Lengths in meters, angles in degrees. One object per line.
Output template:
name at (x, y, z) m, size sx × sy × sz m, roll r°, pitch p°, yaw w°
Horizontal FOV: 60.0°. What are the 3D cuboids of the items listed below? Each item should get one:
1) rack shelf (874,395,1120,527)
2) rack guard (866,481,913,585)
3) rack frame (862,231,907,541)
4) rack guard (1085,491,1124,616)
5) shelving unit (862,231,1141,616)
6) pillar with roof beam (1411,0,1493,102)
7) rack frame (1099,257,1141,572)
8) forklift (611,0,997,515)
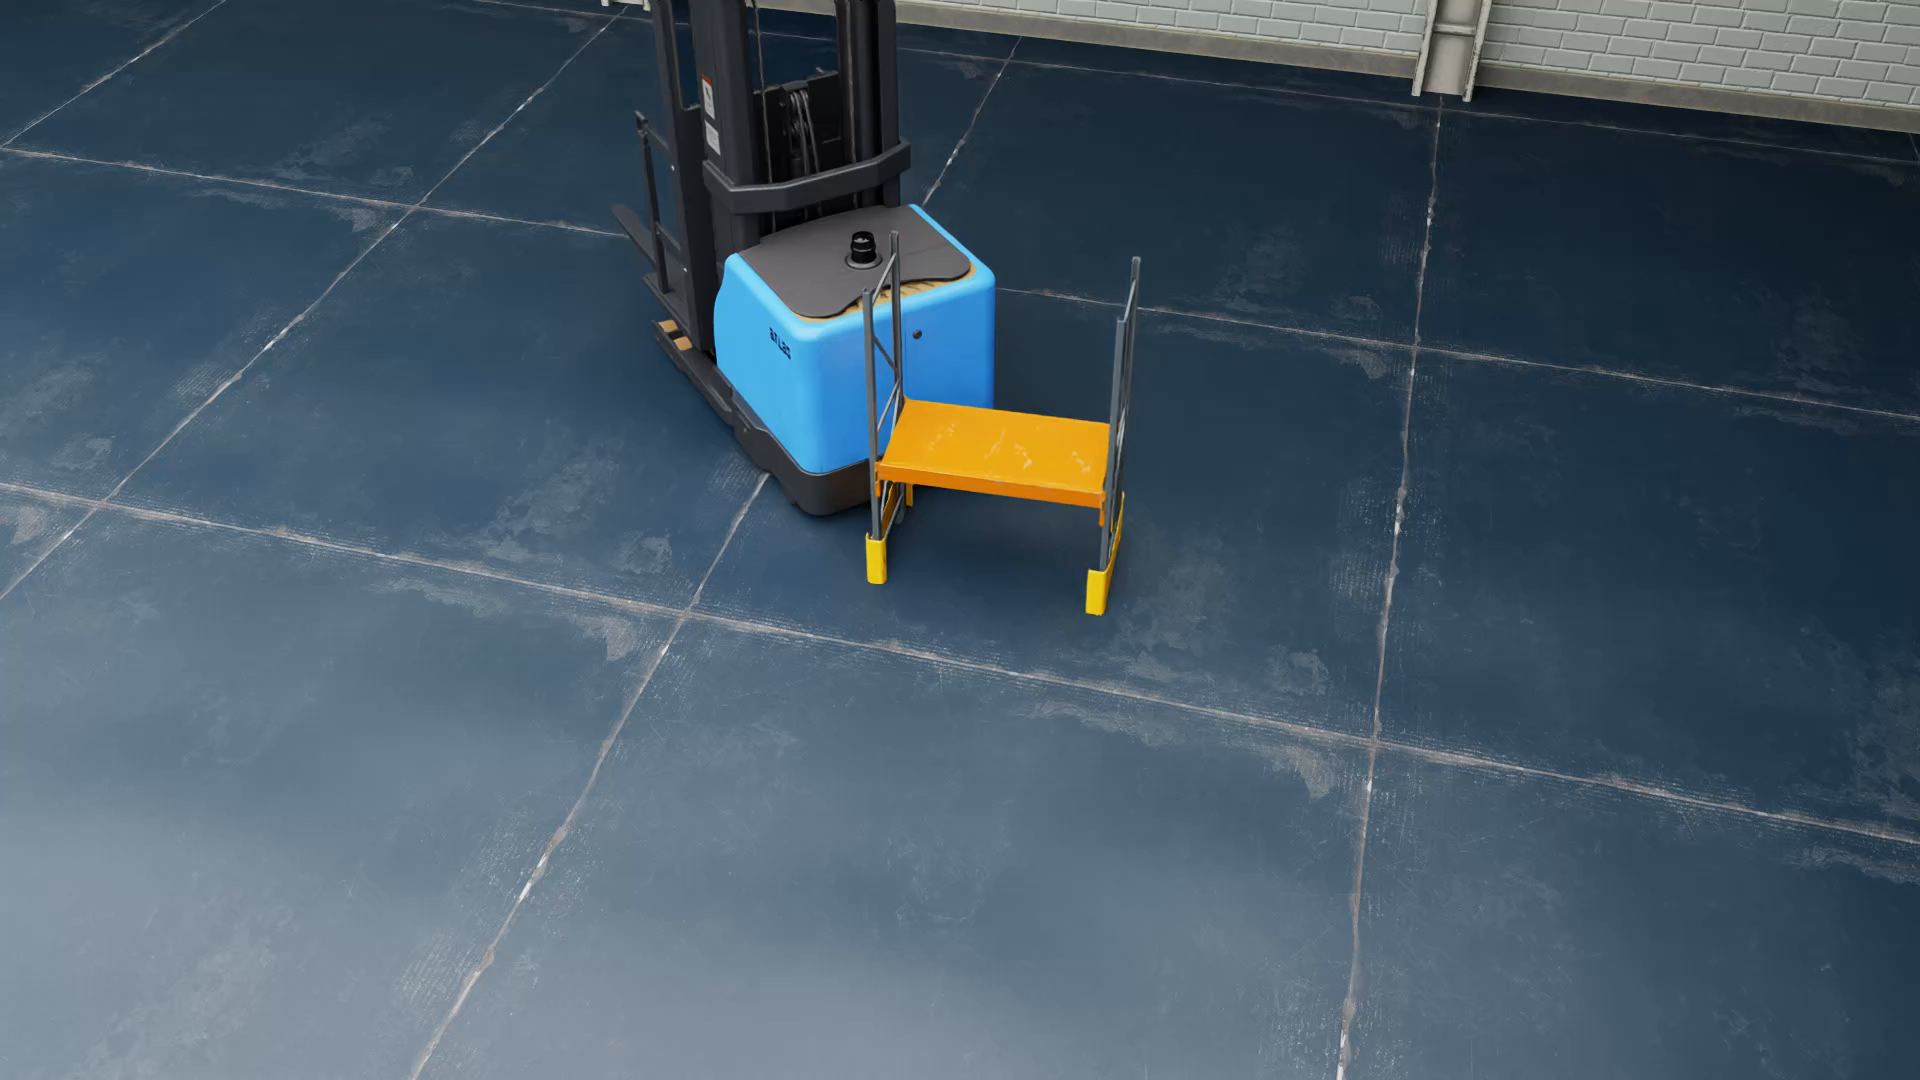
rack shelf at (0.176, -0.355, 7.286) m, size 1.000 × 0.185 × 0.538 m, roll 8°, pitch 41°, yaw 9°
rack guard at (-0.321, -0.082, 7.653) m, size 0.087 × 0.250 × 0.587 m, roll 8°, pitch 41°, yaw 9°
rack frame at (-0.322, -0.560, 7.251) m, size 0.032 × 1.500 × 0.500 m, roll 8°, pitch 41°, yaw 9°
rack guard at (0.654, 0.051, 7.495) m, size 0.087 × 0.250 × 0.587 m, roll 8°, pitch 41°, yaw 9°
shelving unit at (0.167, -0.494, 7.172) m, size 1.083 × 1.500 × 0.587 m, roll 8°, pitch 41°, yaw 9°
pillar with roof beam at (2.207, -3.875, 5.367) m, size 0.400 × 9.000 × 9.100 m, roll 10°, pitch 41°, yaw 11°
rack frame at (0.673, -0.425, 7.090) m, size 0.032 × 1.500 × 0.500 m, roll 8°, pitch 41°, yaw 9°
forklift at (-0.995, -2.168, 8.052) m, size 1.130 × 2.935 × 3.031 m, roll -20°, pitch 44°, yaw -23°
